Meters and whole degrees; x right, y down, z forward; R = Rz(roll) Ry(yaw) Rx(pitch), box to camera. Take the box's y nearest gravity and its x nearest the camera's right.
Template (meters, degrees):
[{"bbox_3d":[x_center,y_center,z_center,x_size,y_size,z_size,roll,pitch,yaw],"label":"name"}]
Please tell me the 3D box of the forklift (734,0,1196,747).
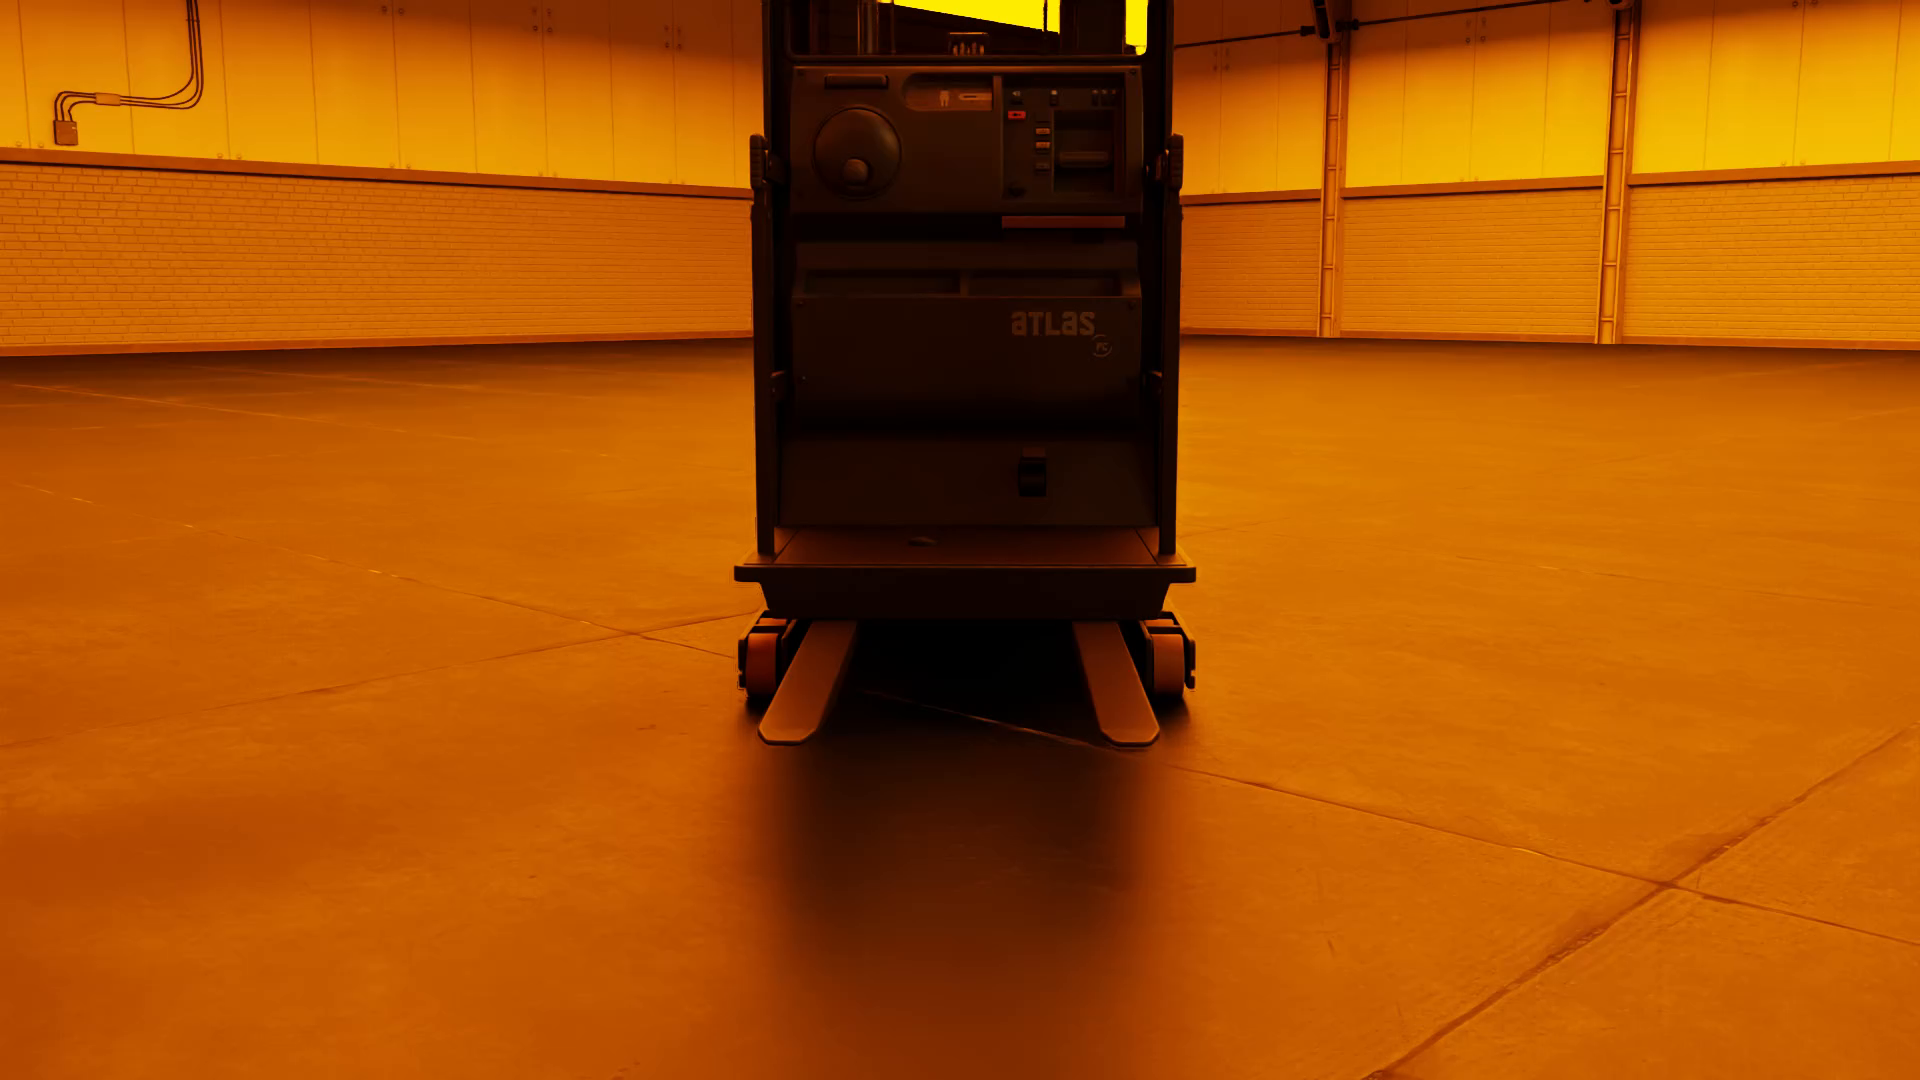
[{"bbox_3d":[0.018,-1.103,4.196,1.130,2.935,3.031,0,9,1],"label":"forklift"}]
